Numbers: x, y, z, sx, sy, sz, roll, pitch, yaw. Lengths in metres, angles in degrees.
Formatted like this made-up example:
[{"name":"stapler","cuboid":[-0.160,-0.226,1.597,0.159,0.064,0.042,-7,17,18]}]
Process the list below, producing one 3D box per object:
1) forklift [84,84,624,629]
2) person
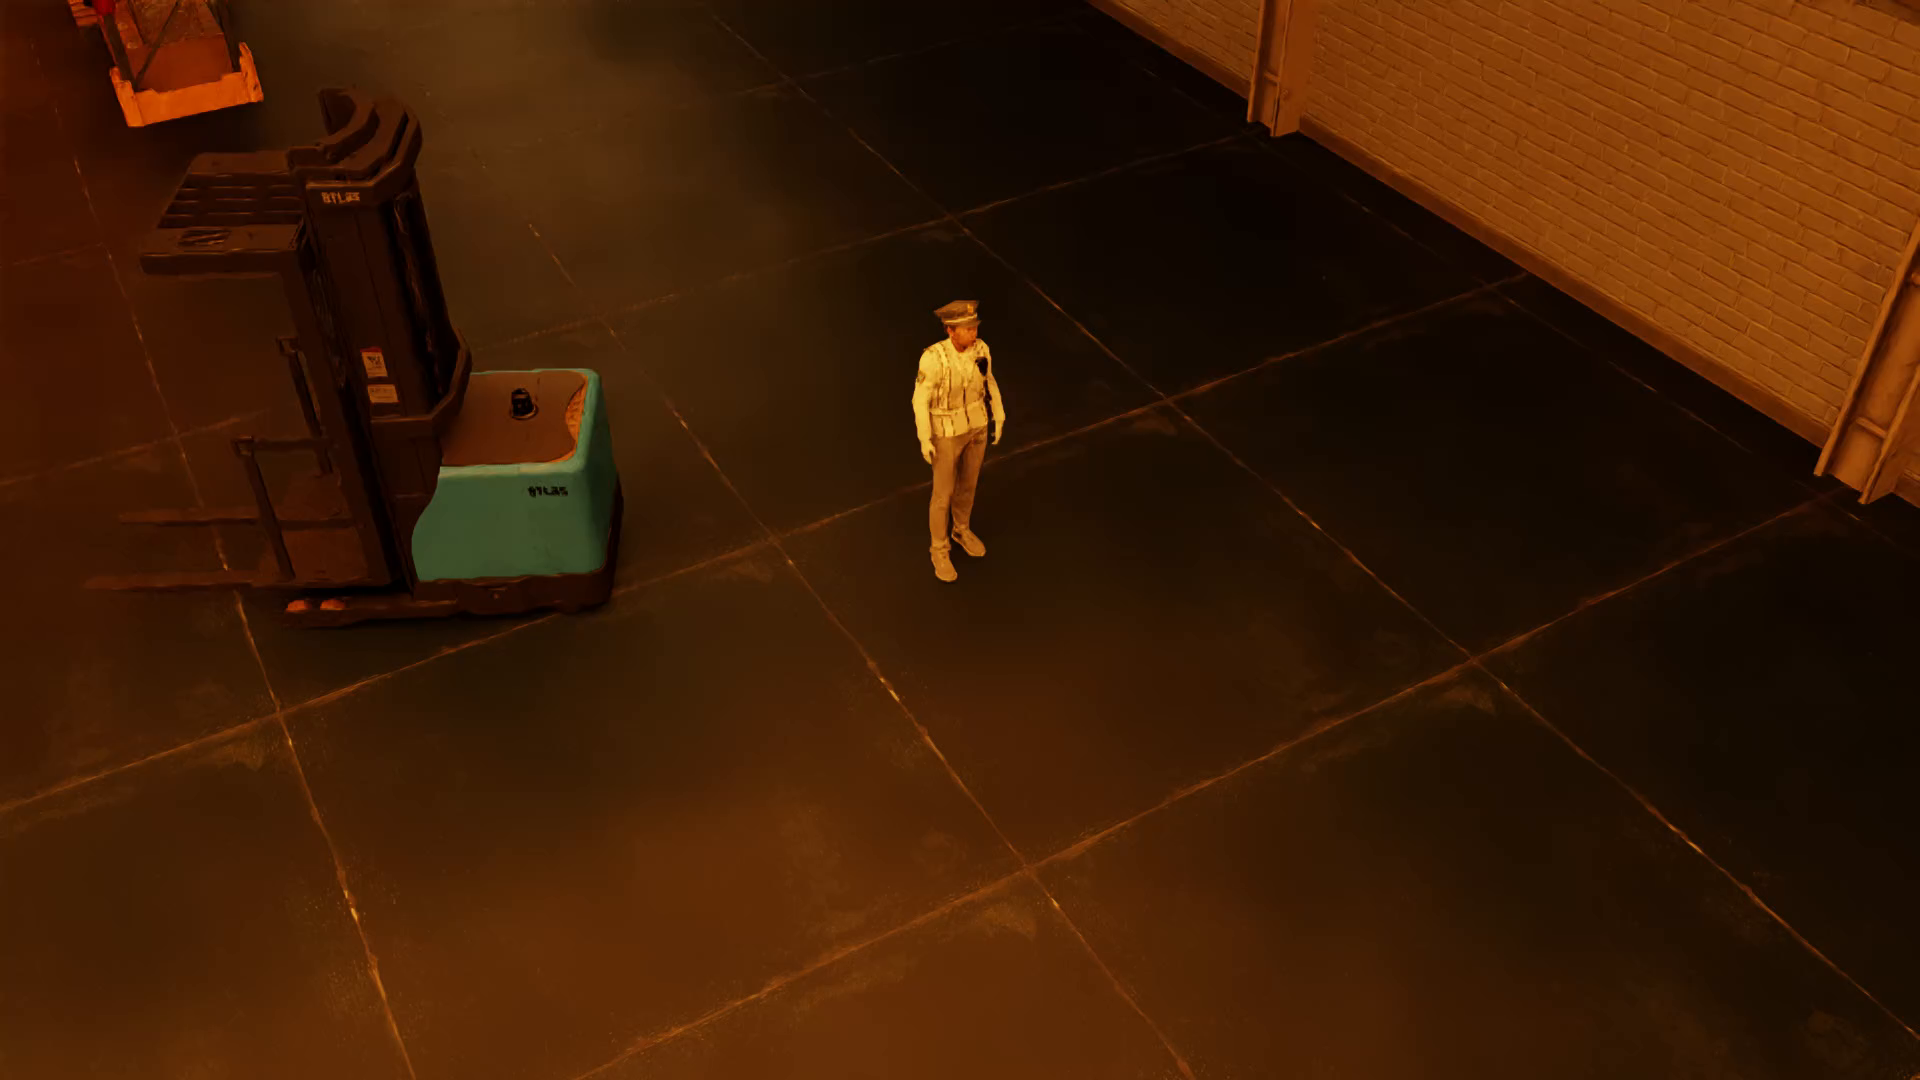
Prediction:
[{"name":"forklift","cuboid":[-3.603,-0.962,9.196,3.031,2.935,1.130,-3,40,-3]},{"name":"person","cuboid":[0.029,-0.616,9.738,0.586,1.692,0.529,-20,44,-23]}]
